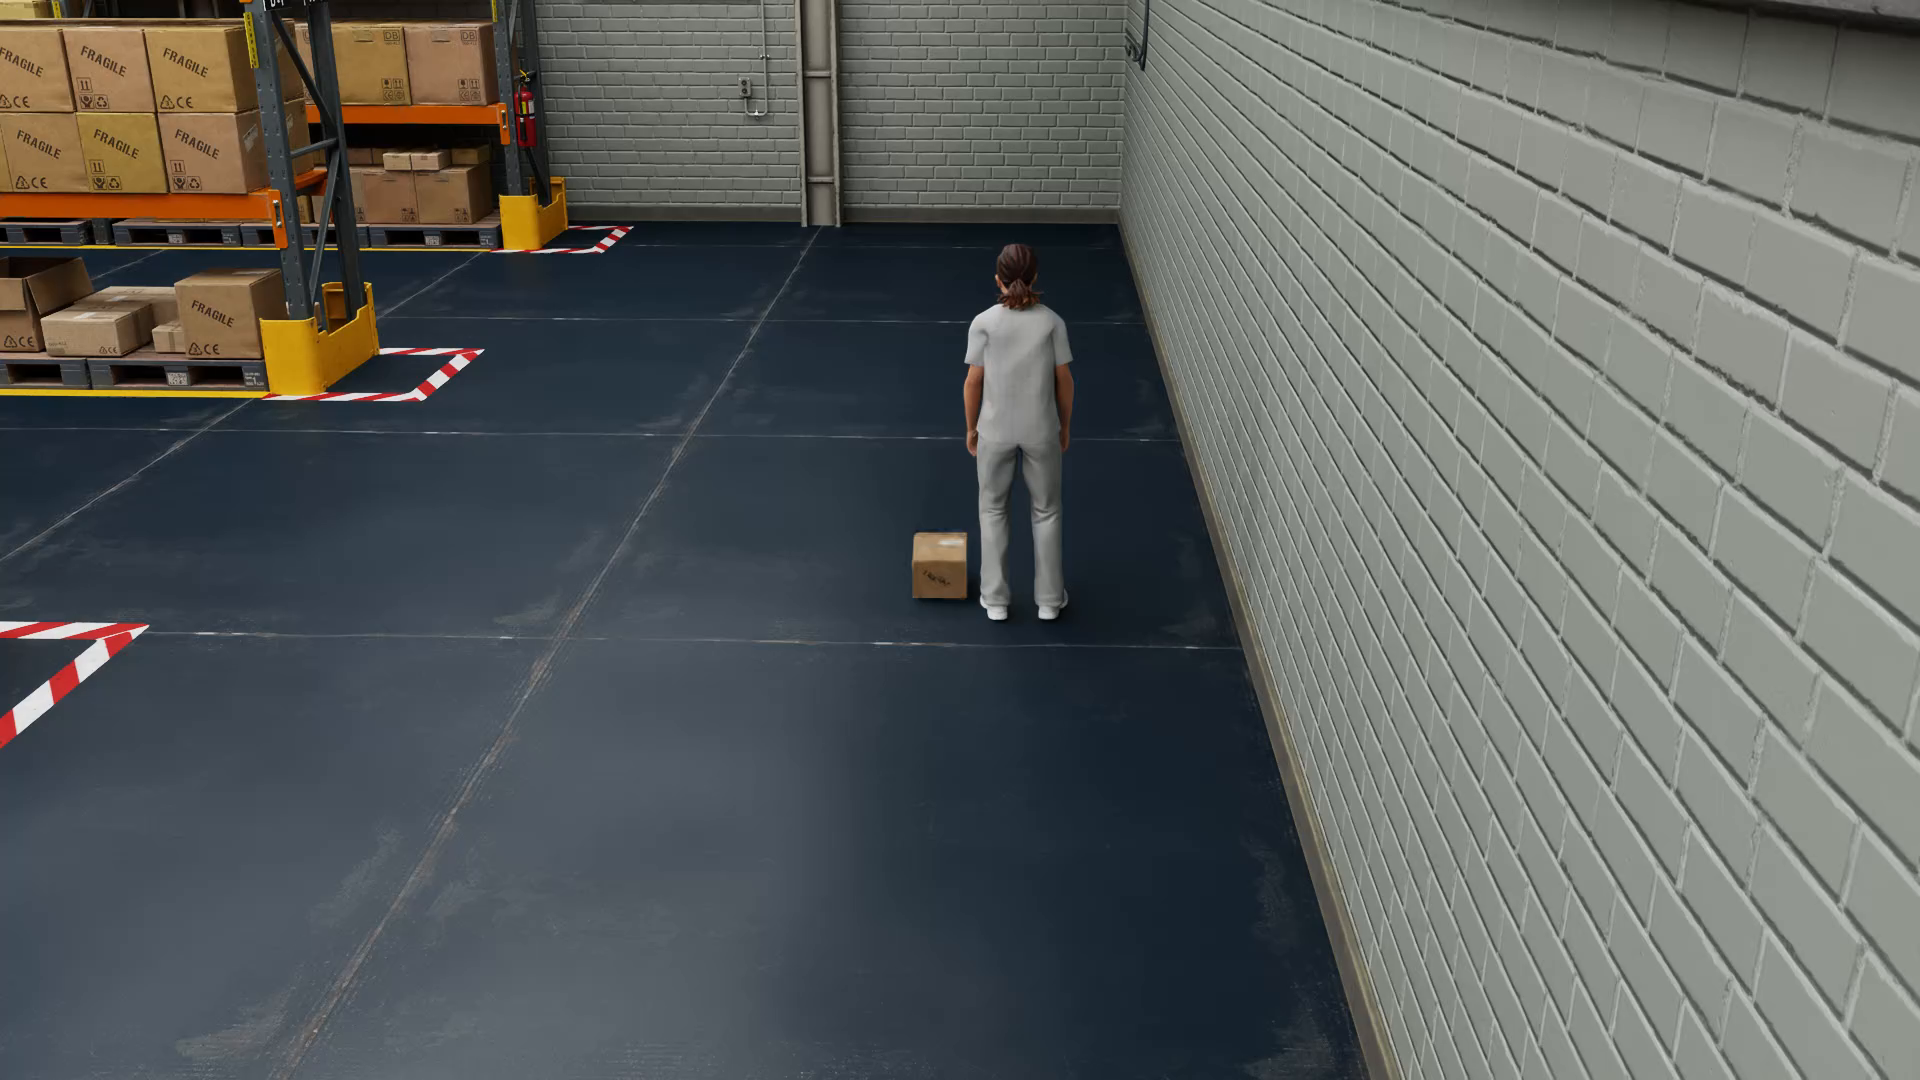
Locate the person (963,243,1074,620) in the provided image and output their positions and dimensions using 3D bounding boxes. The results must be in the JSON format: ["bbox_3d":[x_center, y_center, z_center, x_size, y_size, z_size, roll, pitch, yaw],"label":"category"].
[{"bbox_3d":[0.258,-0.457,7.282,0.487,1.673,0.356,0,21,0],"label":"person"}]
